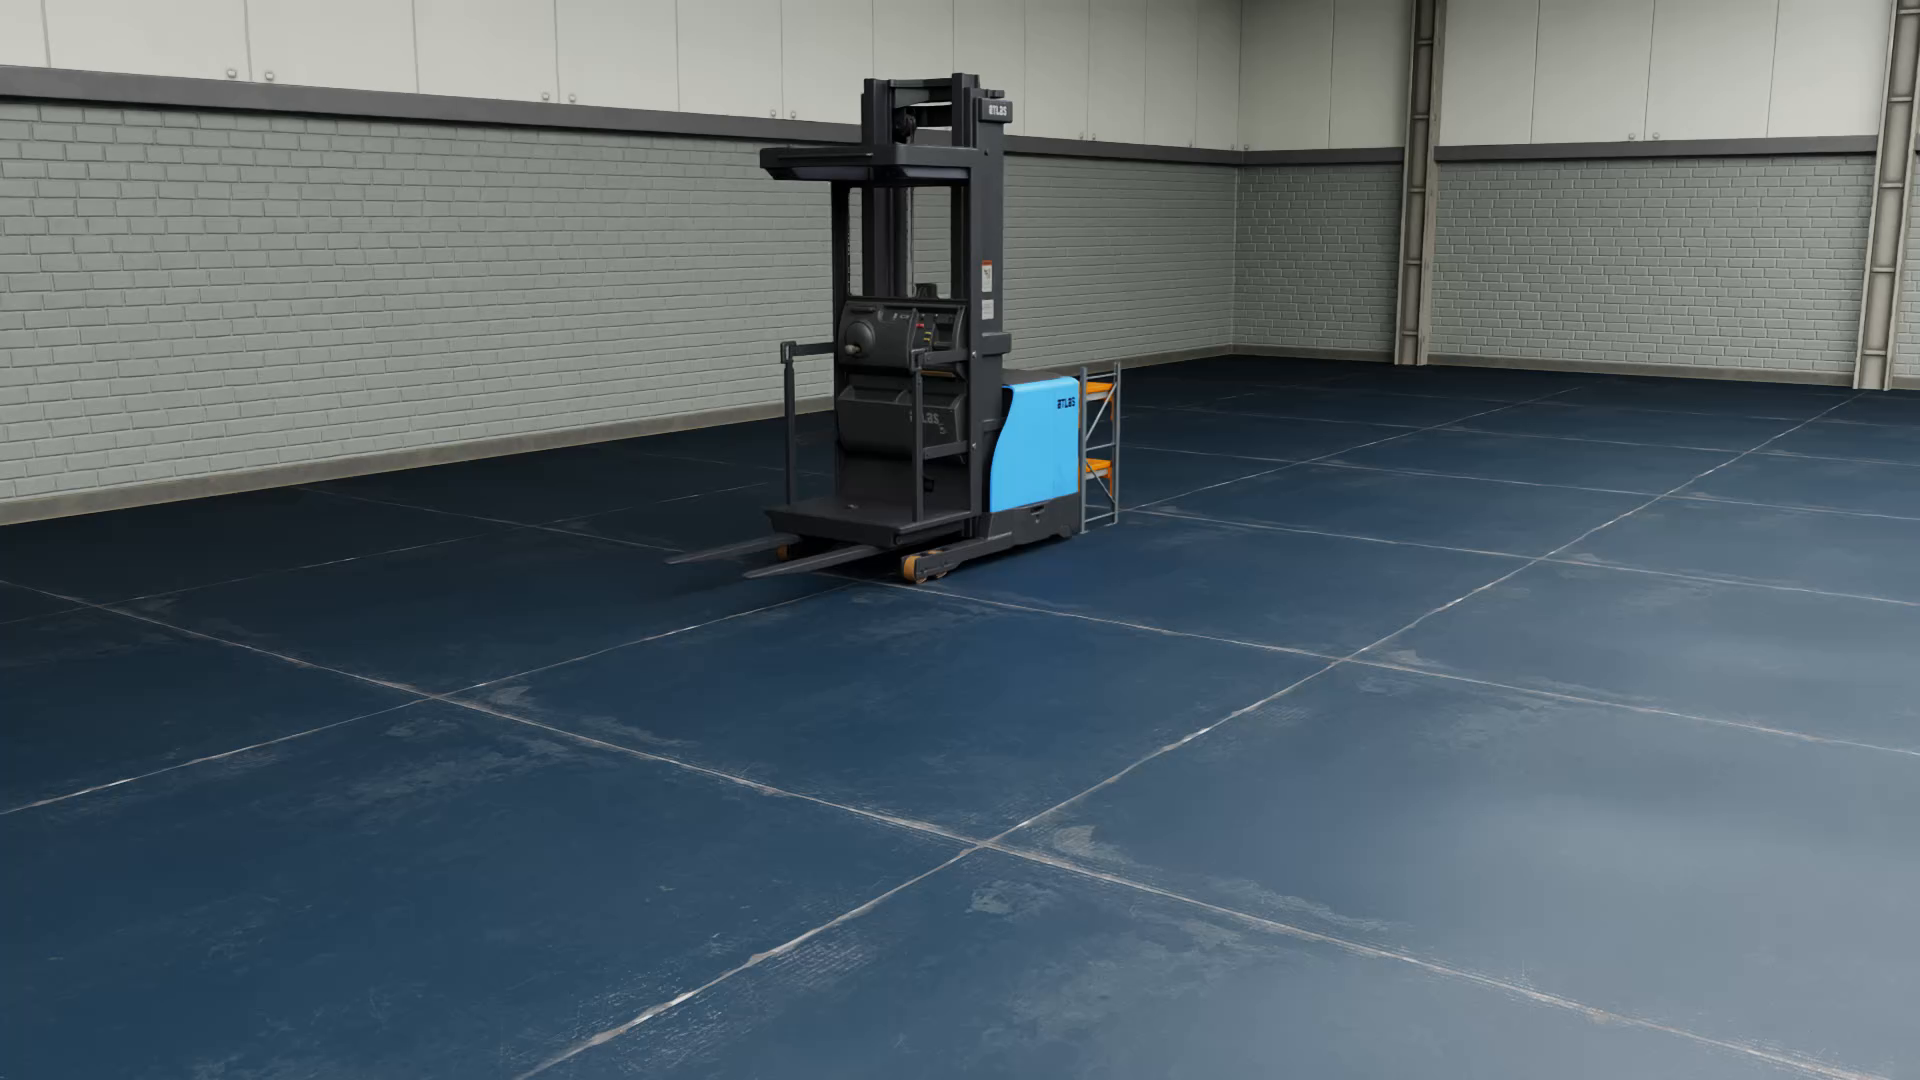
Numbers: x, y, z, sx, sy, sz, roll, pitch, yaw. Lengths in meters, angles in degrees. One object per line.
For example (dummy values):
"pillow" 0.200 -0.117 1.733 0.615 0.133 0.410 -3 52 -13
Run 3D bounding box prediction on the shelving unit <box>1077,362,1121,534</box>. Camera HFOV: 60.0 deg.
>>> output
"shelving unit" 0.531 -0.687 11.617 1.048 1.125 0.538 7 13 34

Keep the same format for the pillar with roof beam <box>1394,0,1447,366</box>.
"pillar with roof beam" 4.048 -6.332 20.069 0.400 9.000 9.100 8 13 36

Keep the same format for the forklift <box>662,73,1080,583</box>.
"forklift" -0.486 -1.290 9.979 1.130 2.935 3.031 8 14 36

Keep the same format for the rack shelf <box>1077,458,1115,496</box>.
"rack shelf" 0.531 -0.447 11.663 1.000 0.278 0.538 7 13 34

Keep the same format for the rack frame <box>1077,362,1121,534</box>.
"rack frame" 0.950 -0.632 11.333 0.032 1.125 0.500 7 13 34

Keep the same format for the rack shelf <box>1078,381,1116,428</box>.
"rack shelf" 0.532 -0.974 11.561 1.000 0.278 0.538 7 13 34

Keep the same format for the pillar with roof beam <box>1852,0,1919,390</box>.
"pillar with roof beam" 8.884 -5.658 16.583 0.400 9.000 9.100 8 13 36
